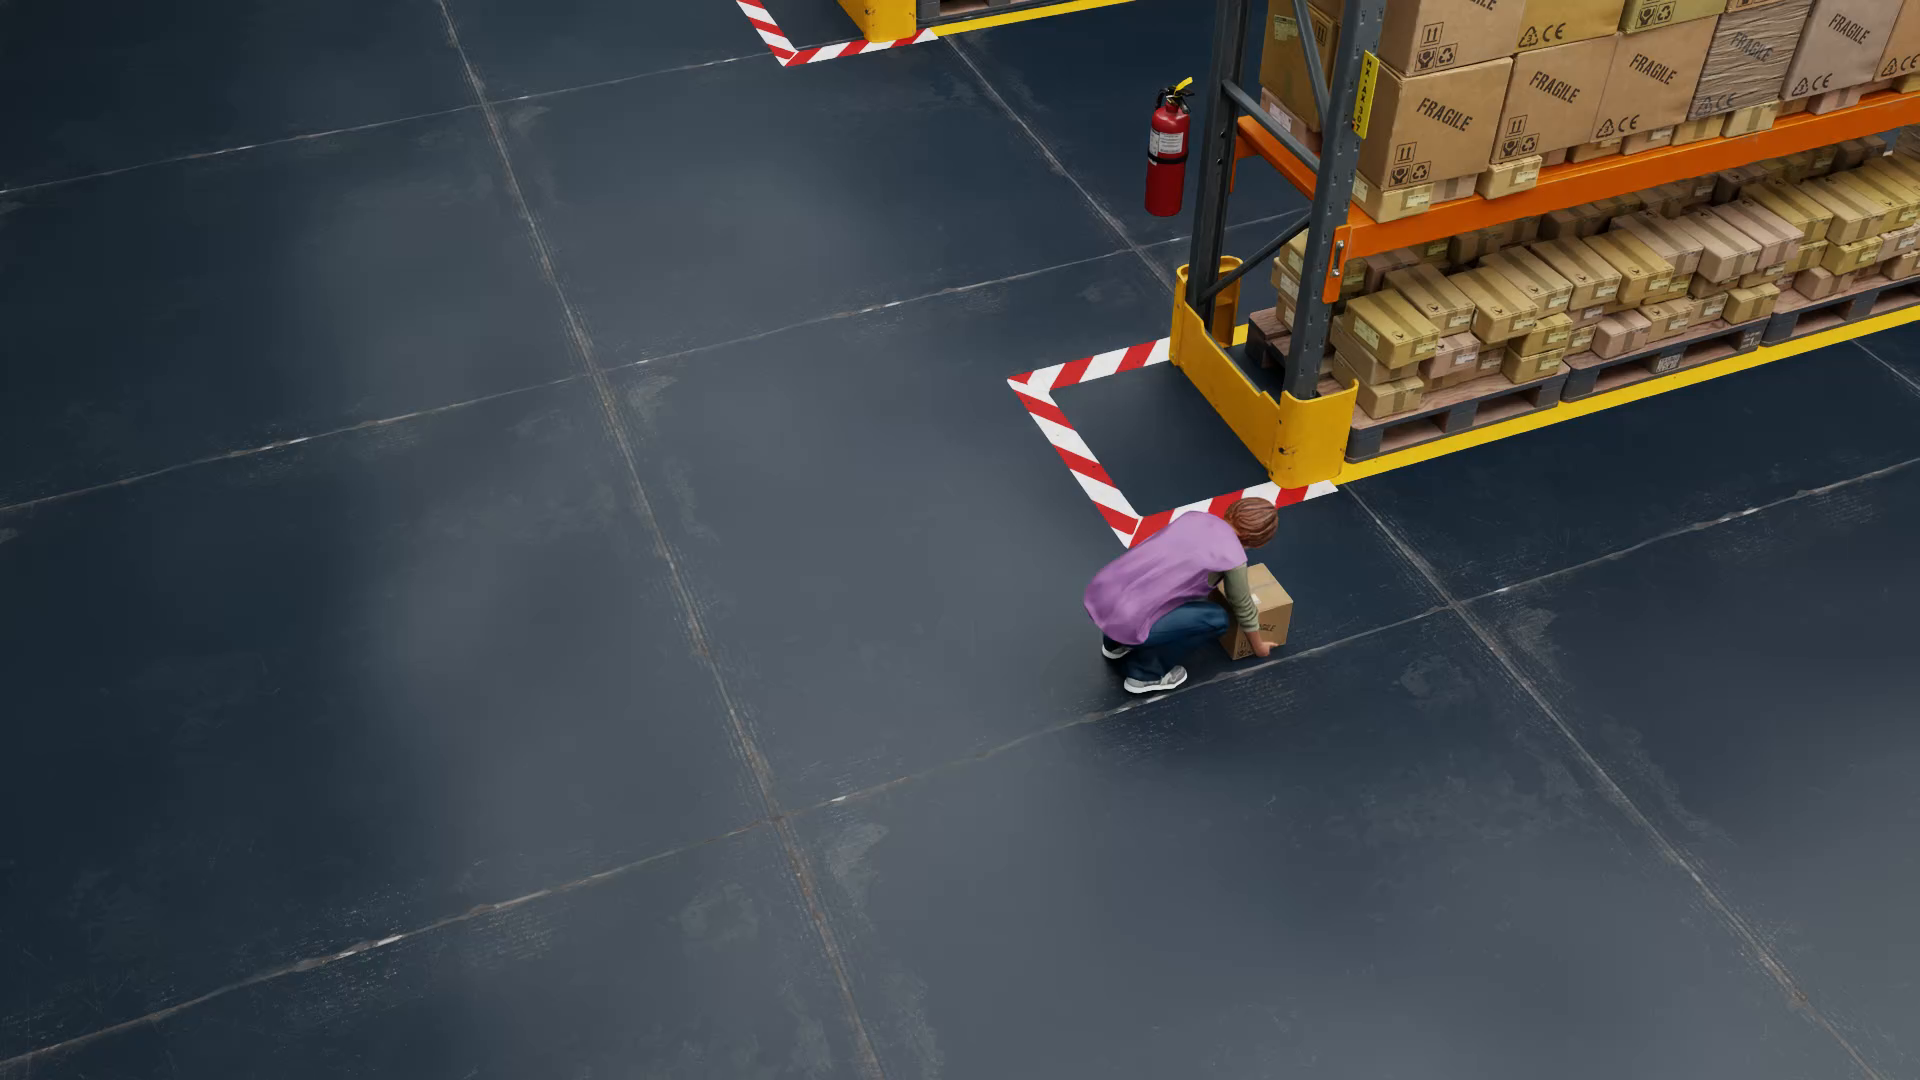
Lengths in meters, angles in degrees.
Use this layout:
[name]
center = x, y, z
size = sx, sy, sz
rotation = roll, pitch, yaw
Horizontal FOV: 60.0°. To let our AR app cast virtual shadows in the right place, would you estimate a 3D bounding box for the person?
[person]
center = 0.788, -0.098, 6.273
size = 0.489, 1.596, 0.425
rotation = -16, 45, -17
